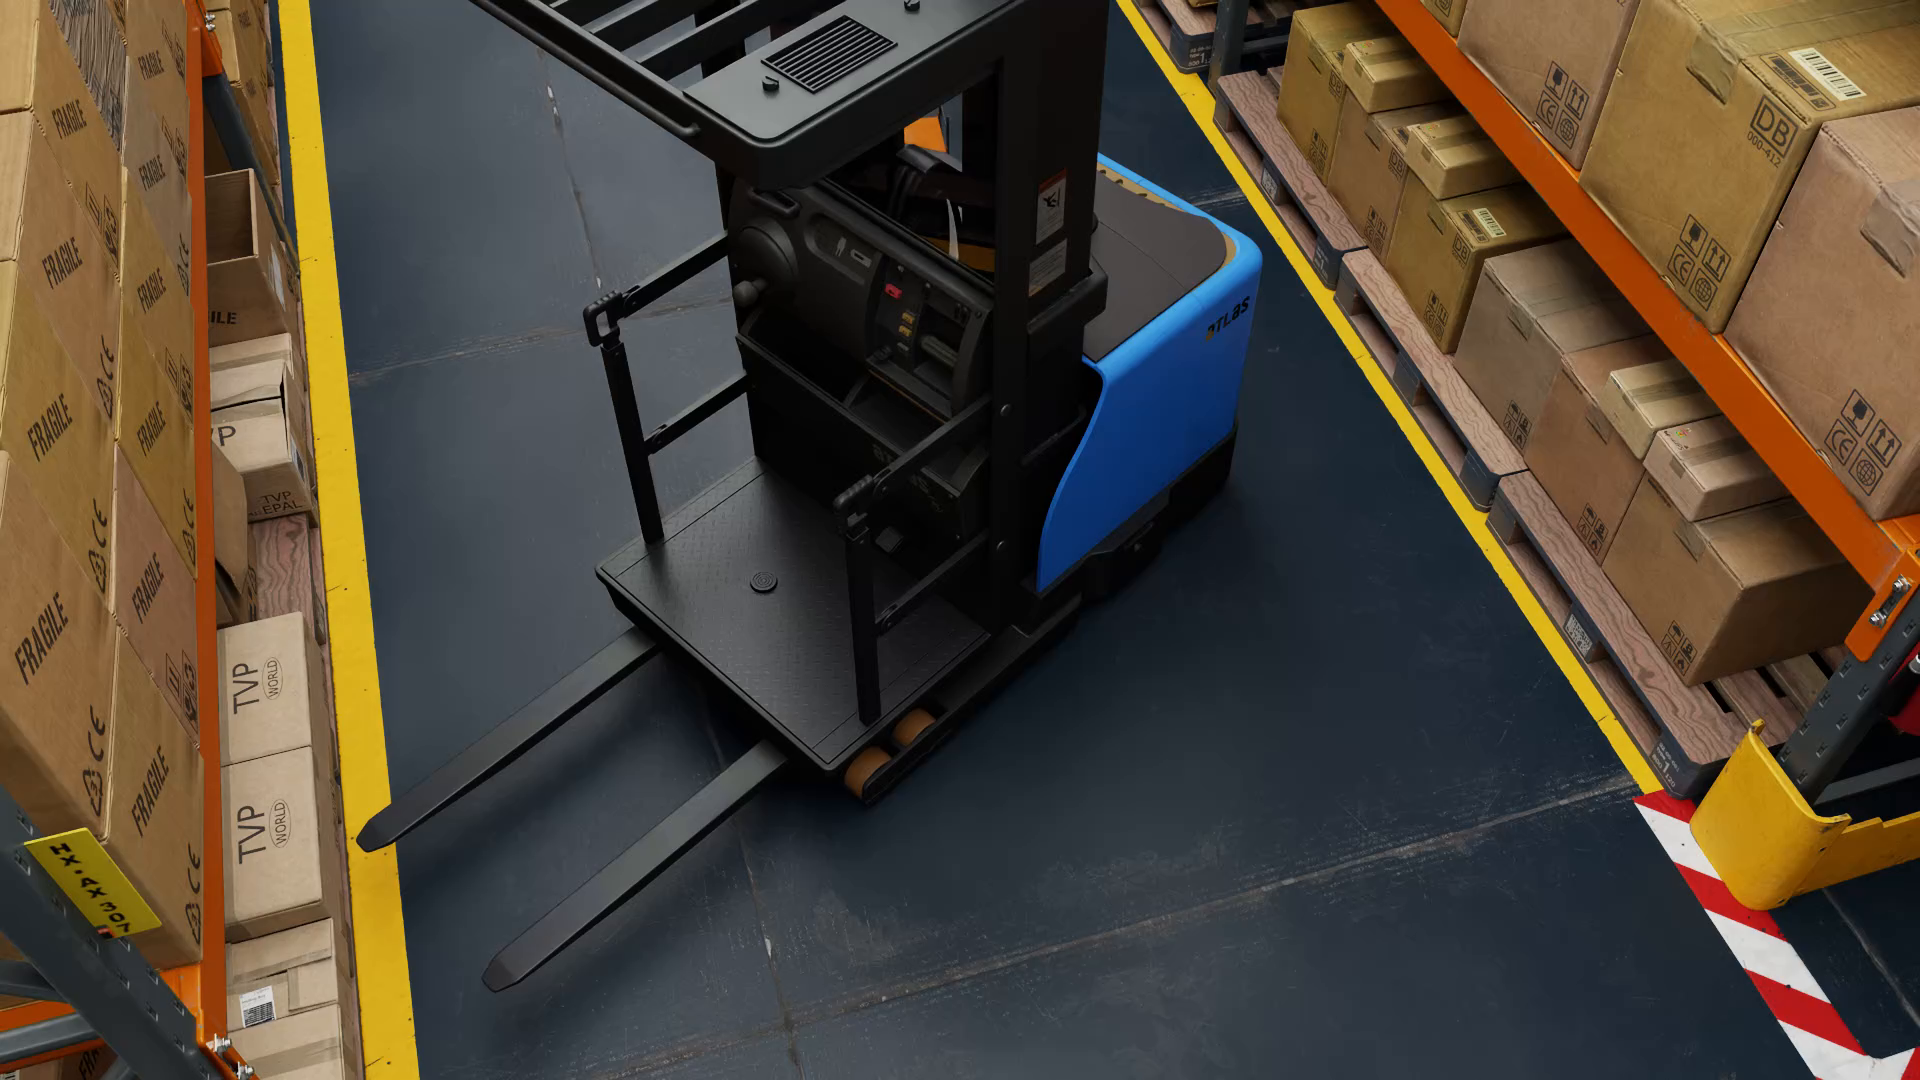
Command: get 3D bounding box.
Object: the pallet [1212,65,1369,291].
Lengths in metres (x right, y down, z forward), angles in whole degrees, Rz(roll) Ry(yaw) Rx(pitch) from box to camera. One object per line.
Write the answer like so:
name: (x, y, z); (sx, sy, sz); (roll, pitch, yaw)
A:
pallet: (1.753, -1.599, 6.960); (1.003, 0.211, 1.213); (-13, 51, -11)

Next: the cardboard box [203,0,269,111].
cardboard box: (-3.207, -2.080, 6.889); (0.500, 0.500, 0.500); (-13, 51, -10)

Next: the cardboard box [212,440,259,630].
cardboard box: (-2.567, 0.086, 5.061); (0.797, 0.503, 0.637); (-13, 51, -11)

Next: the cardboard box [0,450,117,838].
cardboard box: (-1.824, 0.235, 2.871); (0.500, 0.500, 0.500); (-12, 51, -10)

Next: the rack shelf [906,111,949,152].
rack shelf: (-0.171, -1.321, 5.820); (0.240, 0.259, 0.215); (-7, 50, -6)

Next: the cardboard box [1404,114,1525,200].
cardboard box: (1.808, -1.368, 5.877); (0.380, 0.149, 0.250); (-15, 51, -12)

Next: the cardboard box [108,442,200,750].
cardboard box: (-1.982, 0.182, 3.570); (0.500, 0.500, 0.500); (-14, 51, -11)

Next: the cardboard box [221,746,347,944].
cardboard box: (-1.983, 0.891, 4.547); (0.500, 0.250, 0.500); (-13, 51, -11)

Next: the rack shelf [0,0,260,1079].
rack shelf: (-2.536, -0.256, 4.474); (1.077, 0.370, 4.000); (-13, 51, -11)

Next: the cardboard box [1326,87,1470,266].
cardboard box: (1.872, -1.464, 6.382); (0.700, 0.500, 0.500); (-14, 51, -11)

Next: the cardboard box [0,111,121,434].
cardboard box: (-2.129, -0.512, 3.500); (0.500, 0.500, 0.500); (-13, 51, -10)

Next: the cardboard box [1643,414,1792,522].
cardboard box: (2.271, -0.229, 4.918); (0.380, 0.149, 0.250); (-14, 51, -11)

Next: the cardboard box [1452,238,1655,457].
cardboard box: (2.186, -0.700, 5.739); (0.700, 0.500, 0.500); (-15, 51, -12)

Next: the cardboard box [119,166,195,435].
cardboard box: (-2.274, -0.551, 4.187); (0.500, 0.500, 0.500); (-13, 51, -10)

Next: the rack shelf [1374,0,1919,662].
rack shelf: (2.195, -1.378, 5.421); (1.077, 0.370, 4.000); (-13, 51, -11)

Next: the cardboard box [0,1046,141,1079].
cardboard box: (-2.341, 1.296, 4.043); (0.500, 0.500, 0.500); (-13, 51, -11)

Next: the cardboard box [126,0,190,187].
cardboard box: (-2.581, -1.297, 4.816); (0.500, 0.500, 0.500); (-12, 51, -10)

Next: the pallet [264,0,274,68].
pallet: (-3.769, -2.528, 7.743); (1.003, 0.211, 1.213); (-13, 51, -11)

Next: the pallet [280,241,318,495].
pallet: (-2.926, -0.548, 6.074); (1.003, 0.211, 1.213); (-13, 51, -11)

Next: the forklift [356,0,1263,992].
forklift: (-0.433, -0.602, 4.340); (1.130, 2.935, 3.031); (36, 59, 27)

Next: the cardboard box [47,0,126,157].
cardboard box: (-2.428, -1.250, 4.123); (0.500, 0.500, 0.500); (-13, 51, -11)

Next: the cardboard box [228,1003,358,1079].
cardboard box: (-1.741, 1.367, 4.213); (0.380, 0.149, 0.250); (-13, 51, -11)

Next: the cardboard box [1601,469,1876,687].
cardboard box: (2.483, 0.032, 5.121); (0.700, 0.500, 0.500); (-13, 51, -11)

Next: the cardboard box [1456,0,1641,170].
cardboard box: (2.183, -1.704, 5.029); (0.980, 0.700, 0.700); (-16, 52, -13)

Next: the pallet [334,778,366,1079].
pallet: (-2.204, 1.235, 4.571); (1.003, 0.211, 1.213); (-13, 51, -11)

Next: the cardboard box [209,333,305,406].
cardboard box: (-2.520, -0.559, 5.836); (0.380, 0.149, 0.250); (-13, 51, -11)

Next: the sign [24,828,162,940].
sign: (-1.427, 0.571, 2.740); (0.100, 0.325, 0.005); (-13, 51, -11)

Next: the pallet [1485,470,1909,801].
pallet: (2.475, 0.183, 5.458); (1.003, 0.211, 1.213); (-13, 51, -11)

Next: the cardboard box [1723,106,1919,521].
cardboard box: (2.626, -0.616, 4.112); (0.980, 0.700, 0.700); (-11, 51, -9)

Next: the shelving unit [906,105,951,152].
shelving unit: (-0.171, -1.145, 6.028); (0.252, 1.050, 0.215); (-7, 50, -6)

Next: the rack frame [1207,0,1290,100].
rack frame: (1.603, -3.071, 6.377); (1.000, 3.000, 0.127); (-13, 51, -11)

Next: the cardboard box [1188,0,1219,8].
cardboard box: (1.287, -2.959, 7.414); (0.750, 0.750, 0.750); (-13, 51, -11)
